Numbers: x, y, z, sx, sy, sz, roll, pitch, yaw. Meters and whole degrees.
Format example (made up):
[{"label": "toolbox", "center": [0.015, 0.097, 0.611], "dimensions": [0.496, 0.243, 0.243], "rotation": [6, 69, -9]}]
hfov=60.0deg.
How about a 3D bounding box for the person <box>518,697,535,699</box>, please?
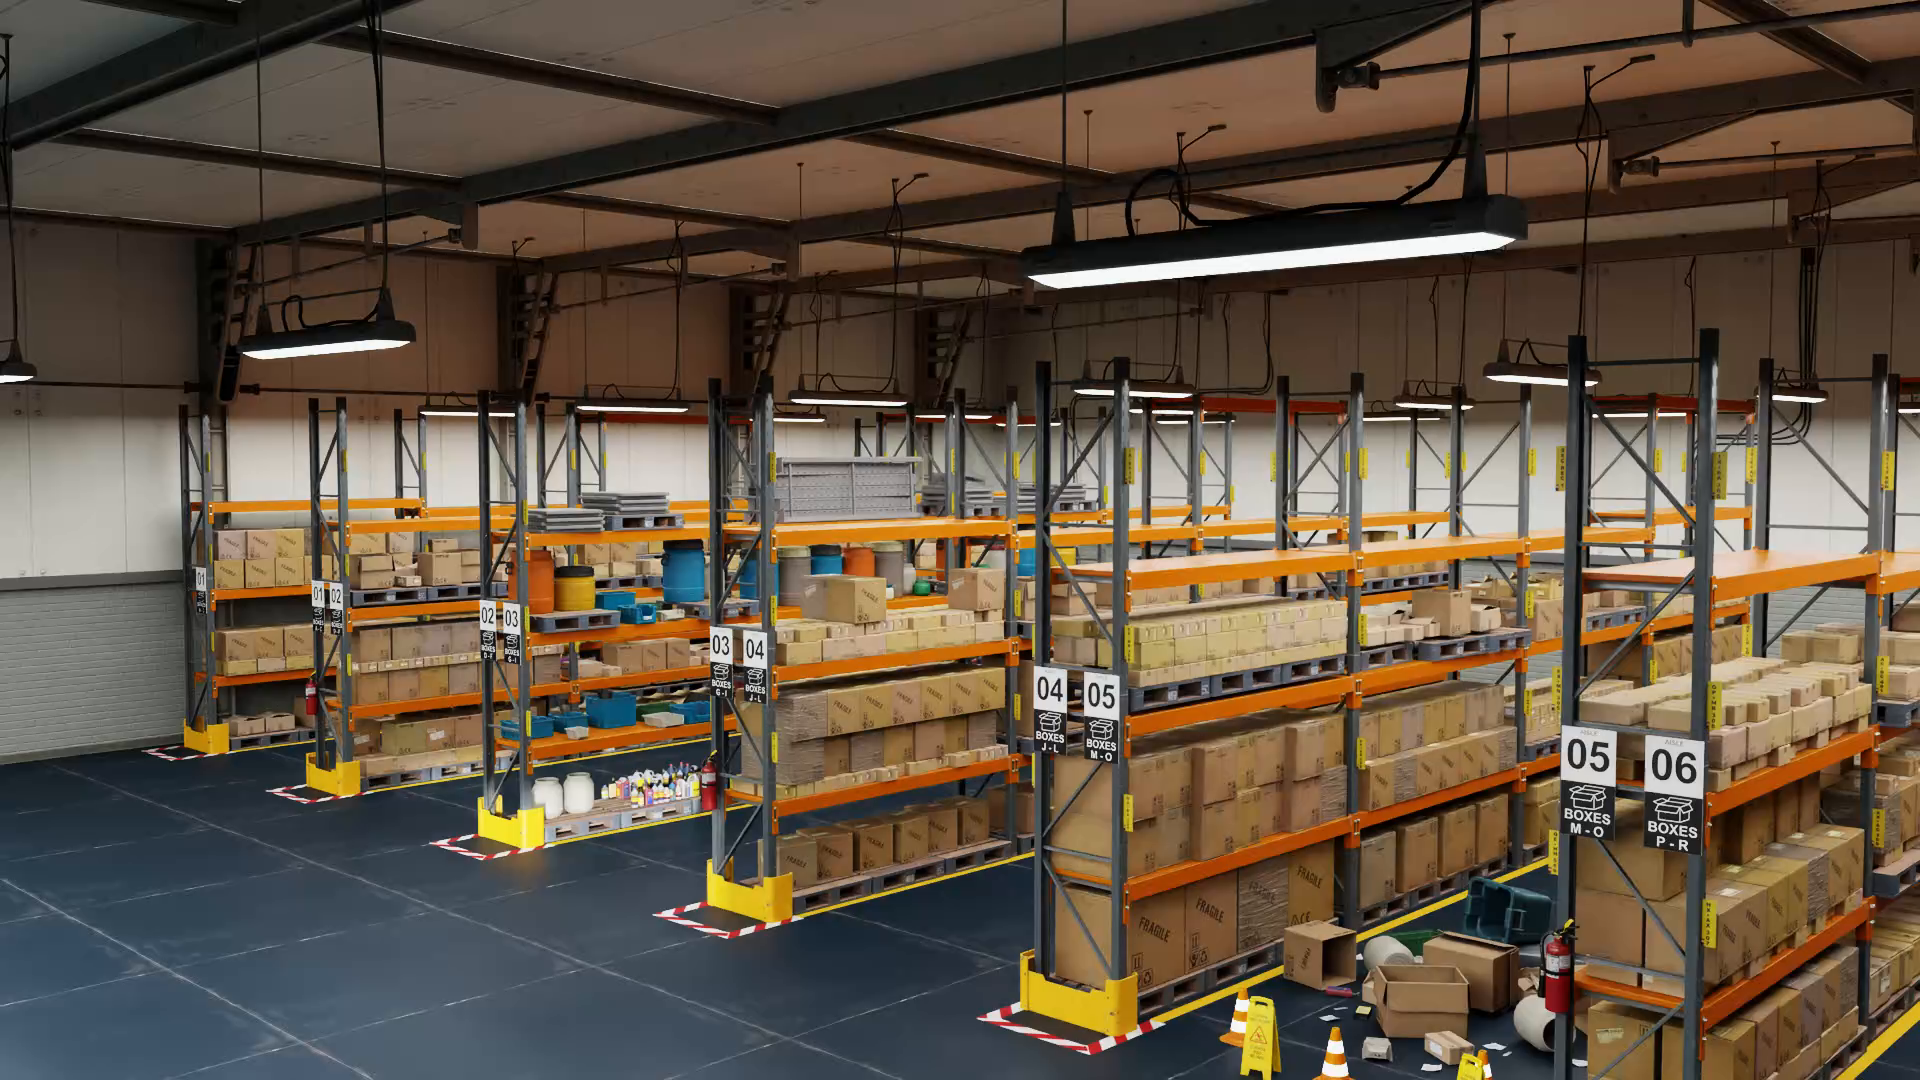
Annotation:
[{"label": "person", "center": [-7.818, 2.726, 29.793], "dimensions": [0.678, 1.730, 0.587], "rotation": [2, 4, 33]}]
